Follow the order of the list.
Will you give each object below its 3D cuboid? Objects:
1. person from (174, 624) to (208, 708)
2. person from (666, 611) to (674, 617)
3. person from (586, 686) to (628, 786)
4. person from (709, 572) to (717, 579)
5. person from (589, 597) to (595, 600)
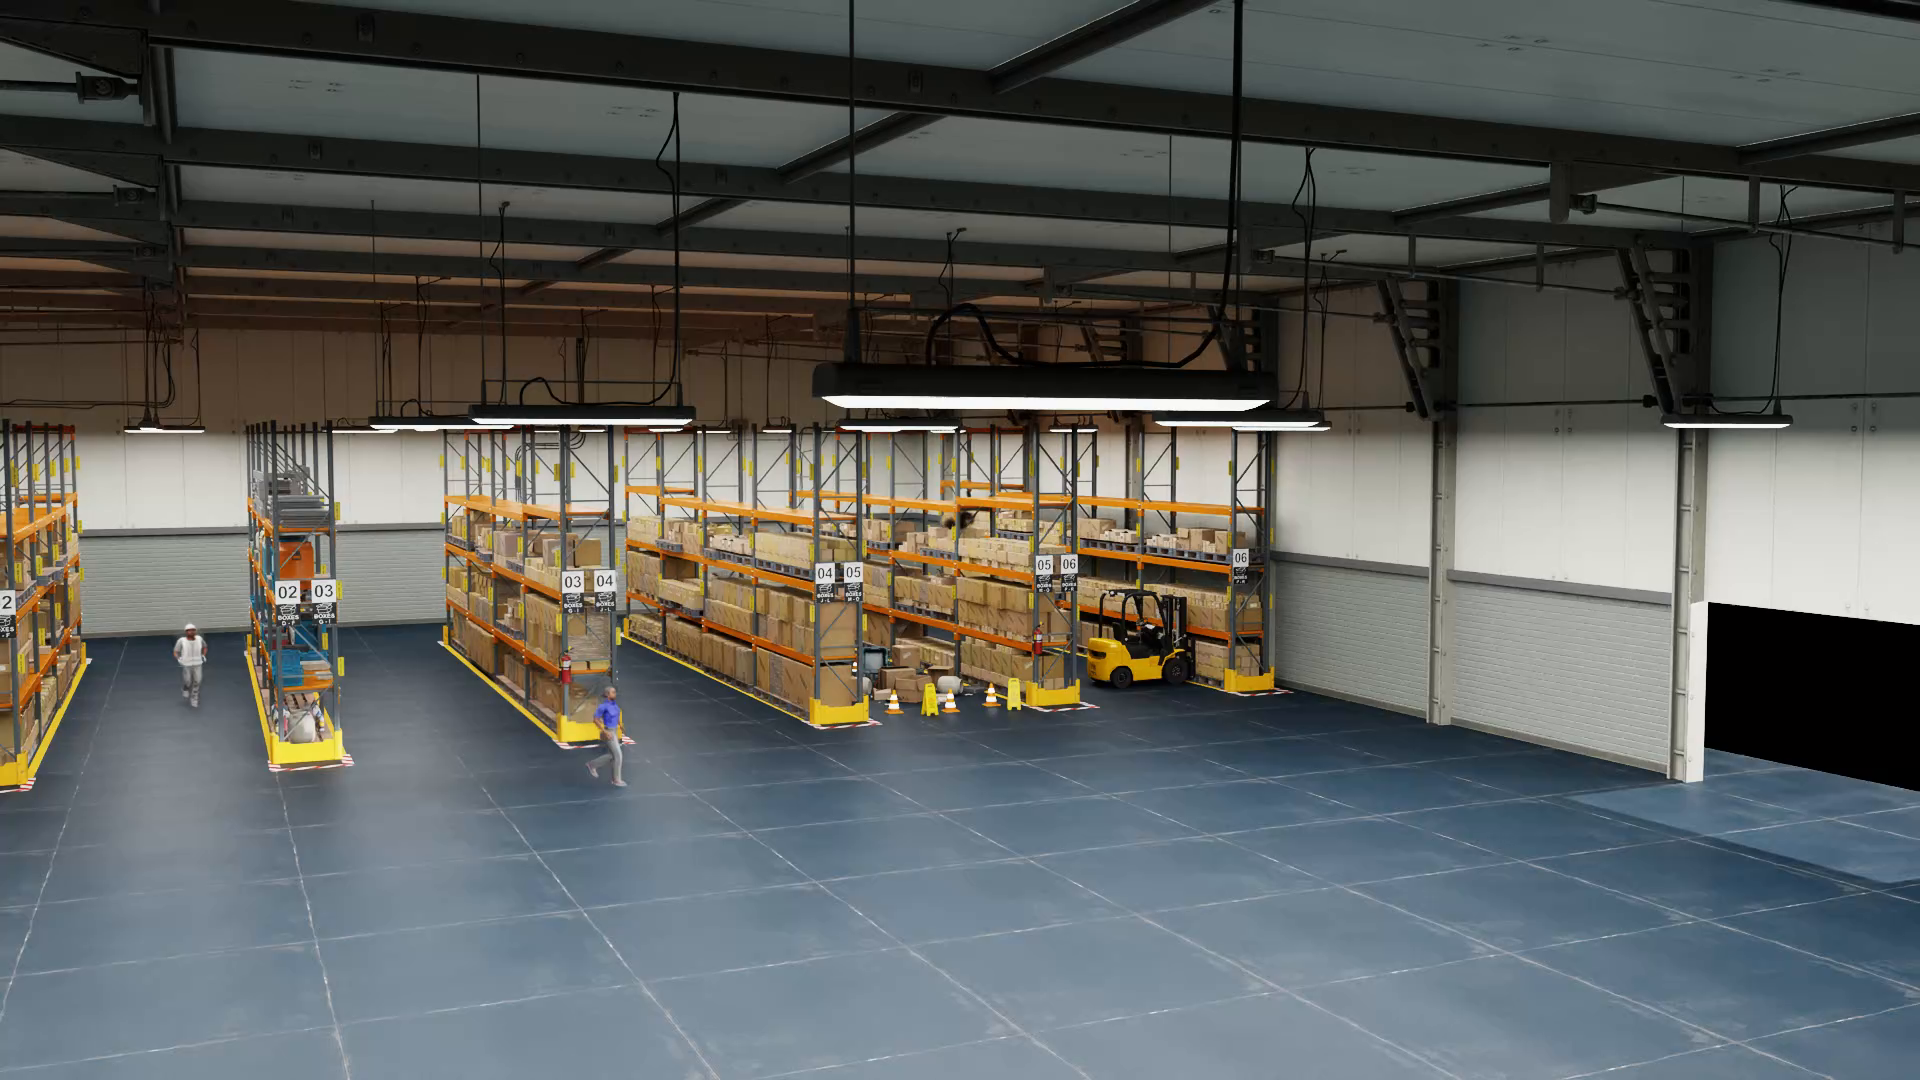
[{"bbox_3d":[-16.285,2.651,35.248,0.682,1.753,0.769,-3,4,-36],"label":"person"},{"bbox_3d":[-8.649,1.801,49.019,0.786,1.765,0.706,2,4,27],"label":"person"},{"bbox_3d":[-5.807,3.213,27.321,0.740,1.642,0.597,1,4,12],"label":"person"},{"bbox_3d":[-7.326,1.788,49.969,0.838,1.663,0.588,-2,4,-28],"label":"person"},{"bbox_3d":[-9.777,2.029,45.279,0.688,1.713,0.646,-2,4,-24],"label":"person"}]
